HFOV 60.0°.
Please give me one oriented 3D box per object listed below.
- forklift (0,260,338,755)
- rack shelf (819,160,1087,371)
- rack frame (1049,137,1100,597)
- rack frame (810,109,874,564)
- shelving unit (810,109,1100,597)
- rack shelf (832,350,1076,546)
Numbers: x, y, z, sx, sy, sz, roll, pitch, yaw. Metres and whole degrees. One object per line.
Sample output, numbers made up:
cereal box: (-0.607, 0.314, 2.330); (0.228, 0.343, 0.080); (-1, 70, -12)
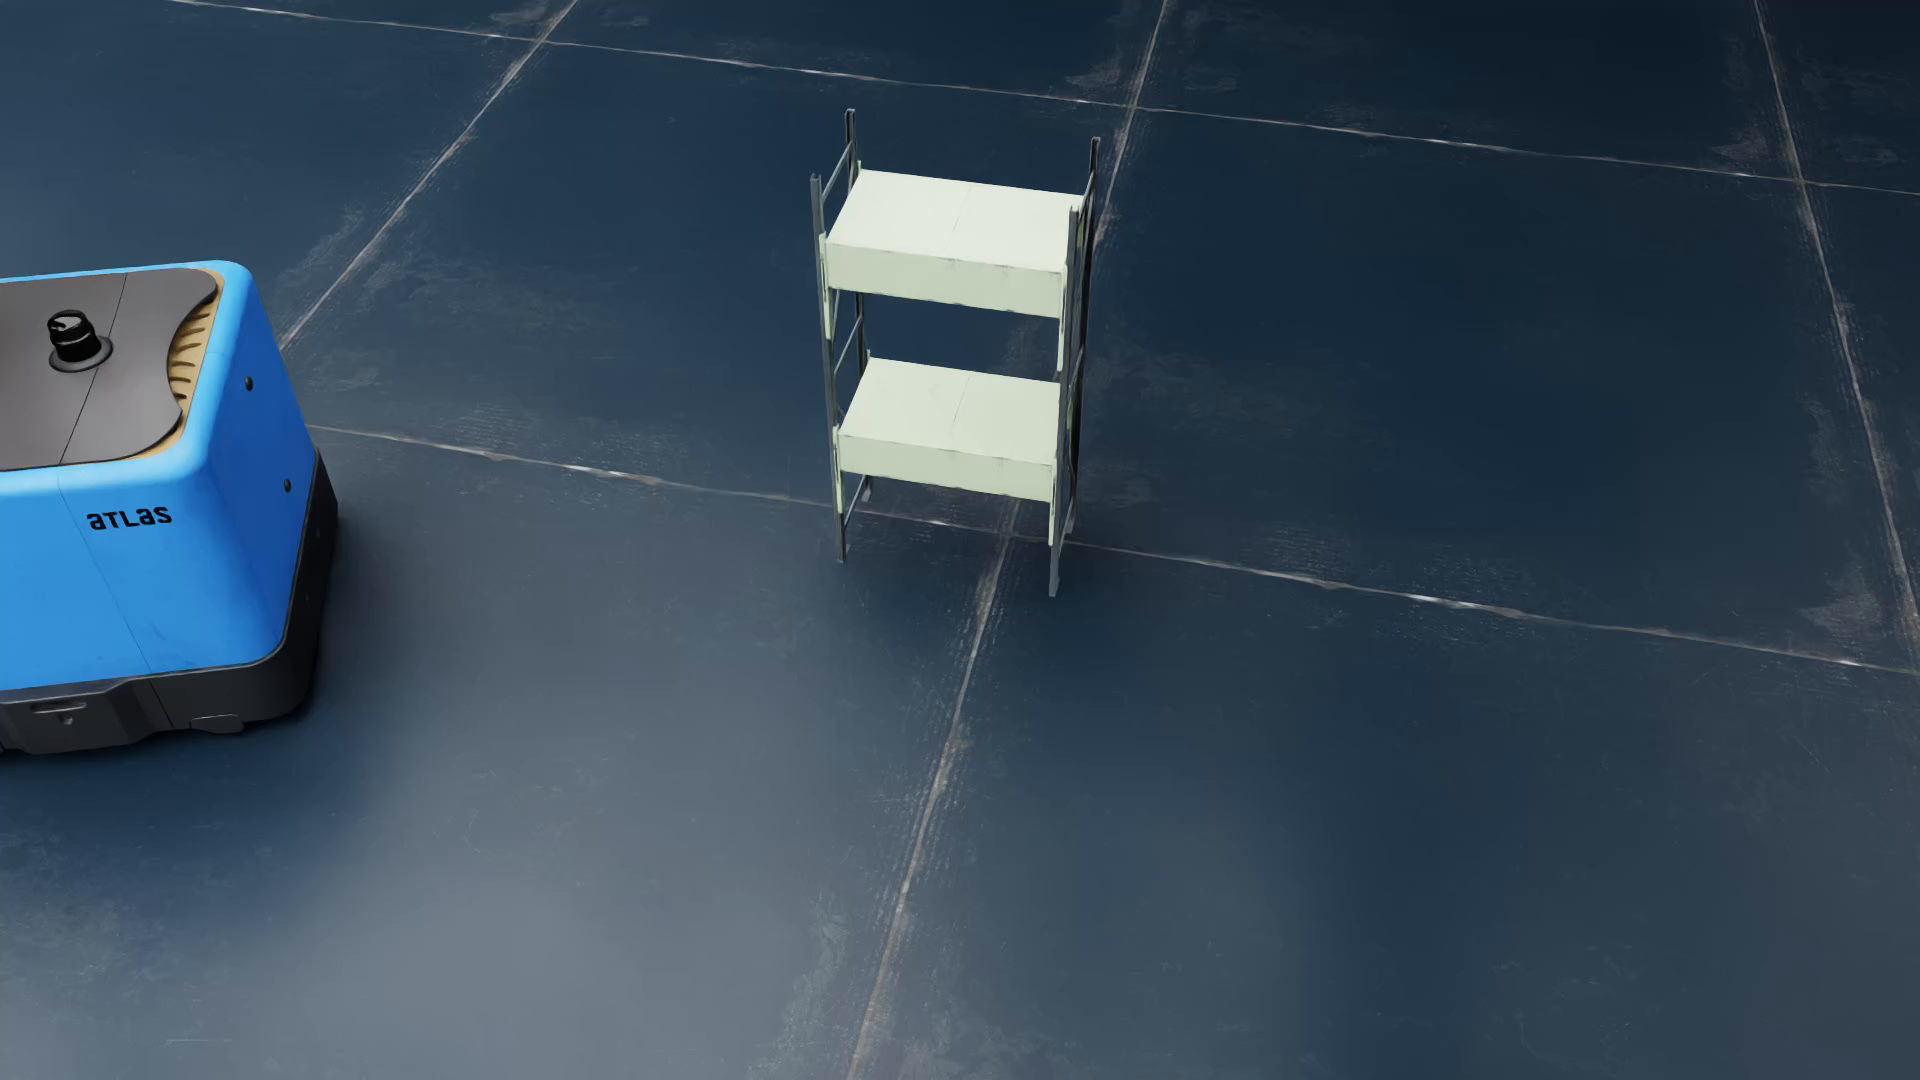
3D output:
forklift: (-3.586, -0.665, 4.327); (3.031, 2.935, 1.130); (-6, 44, -6)
rack shelf: (-0.007, -0.823, 4.960); (0.720, 0.370, 0.431); (9, 45, 9)
rack frame: (0.351, -0.486, 5.173); (0.023, 1.500, 0.400); (9, 45, 9)
rack frame: (-0.364, -0.597, 5.289); (0.023, 1.500, 0.400); (9, 45, 9)
shelving unit: (-0.007, -0.541, 5.231); (0.755, 1.500, 0.431); (9, 45, 9)
rack shelf: (-0.007, -0.306, 5.457); (0.720, 0.370, 0.431); (9, 45, 9)
